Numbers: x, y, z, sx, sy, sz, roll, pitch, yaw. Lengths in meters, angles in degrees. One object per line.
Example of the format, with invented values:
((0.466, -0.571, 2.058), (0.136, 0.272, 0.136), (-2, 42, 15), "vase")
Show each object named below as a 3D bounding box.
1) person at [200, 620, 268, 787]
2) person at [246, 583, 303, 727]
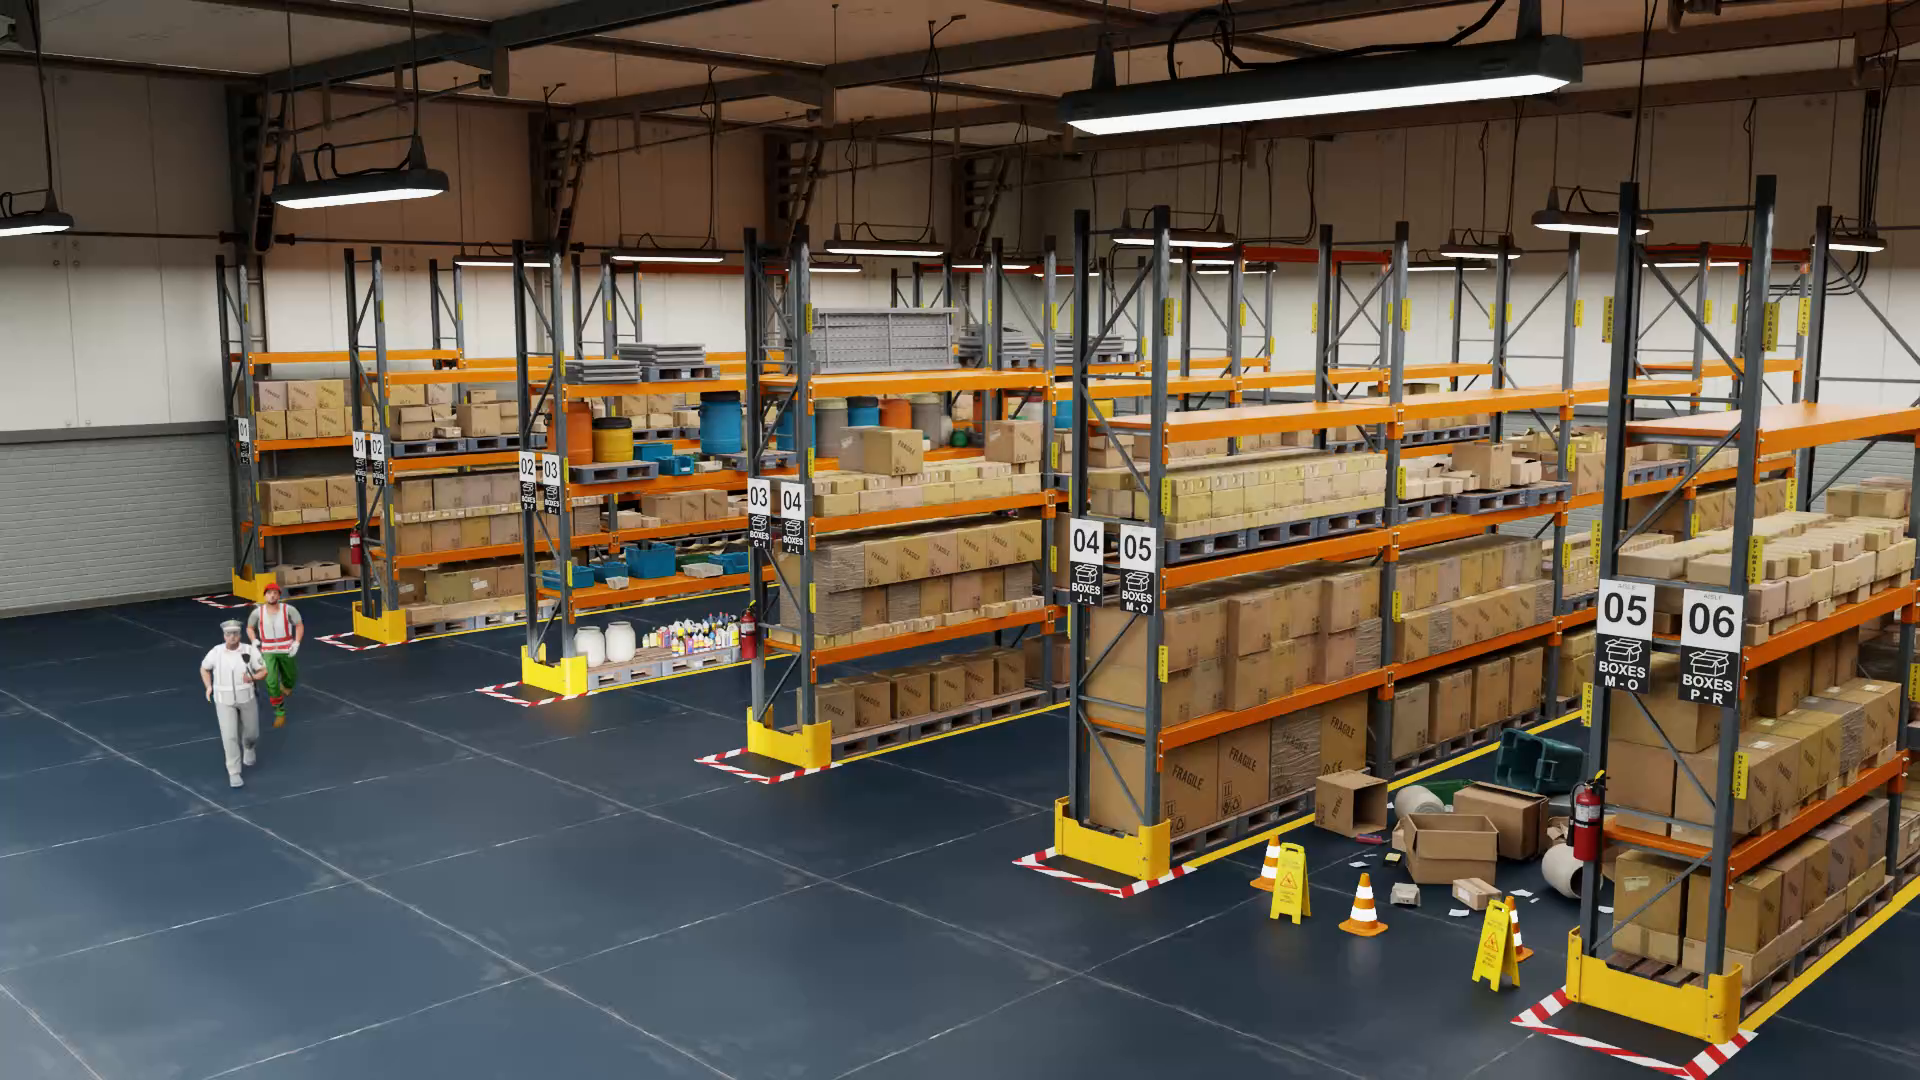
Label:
((-7.877, 1.728, 18.092), (0.672, 1.755, 0.933), (-4, 9, -24), "person")
((-8.526, 1.394, 20.736), (0.662, 1.746, 0.841), (-4, 9, -23), "person")
